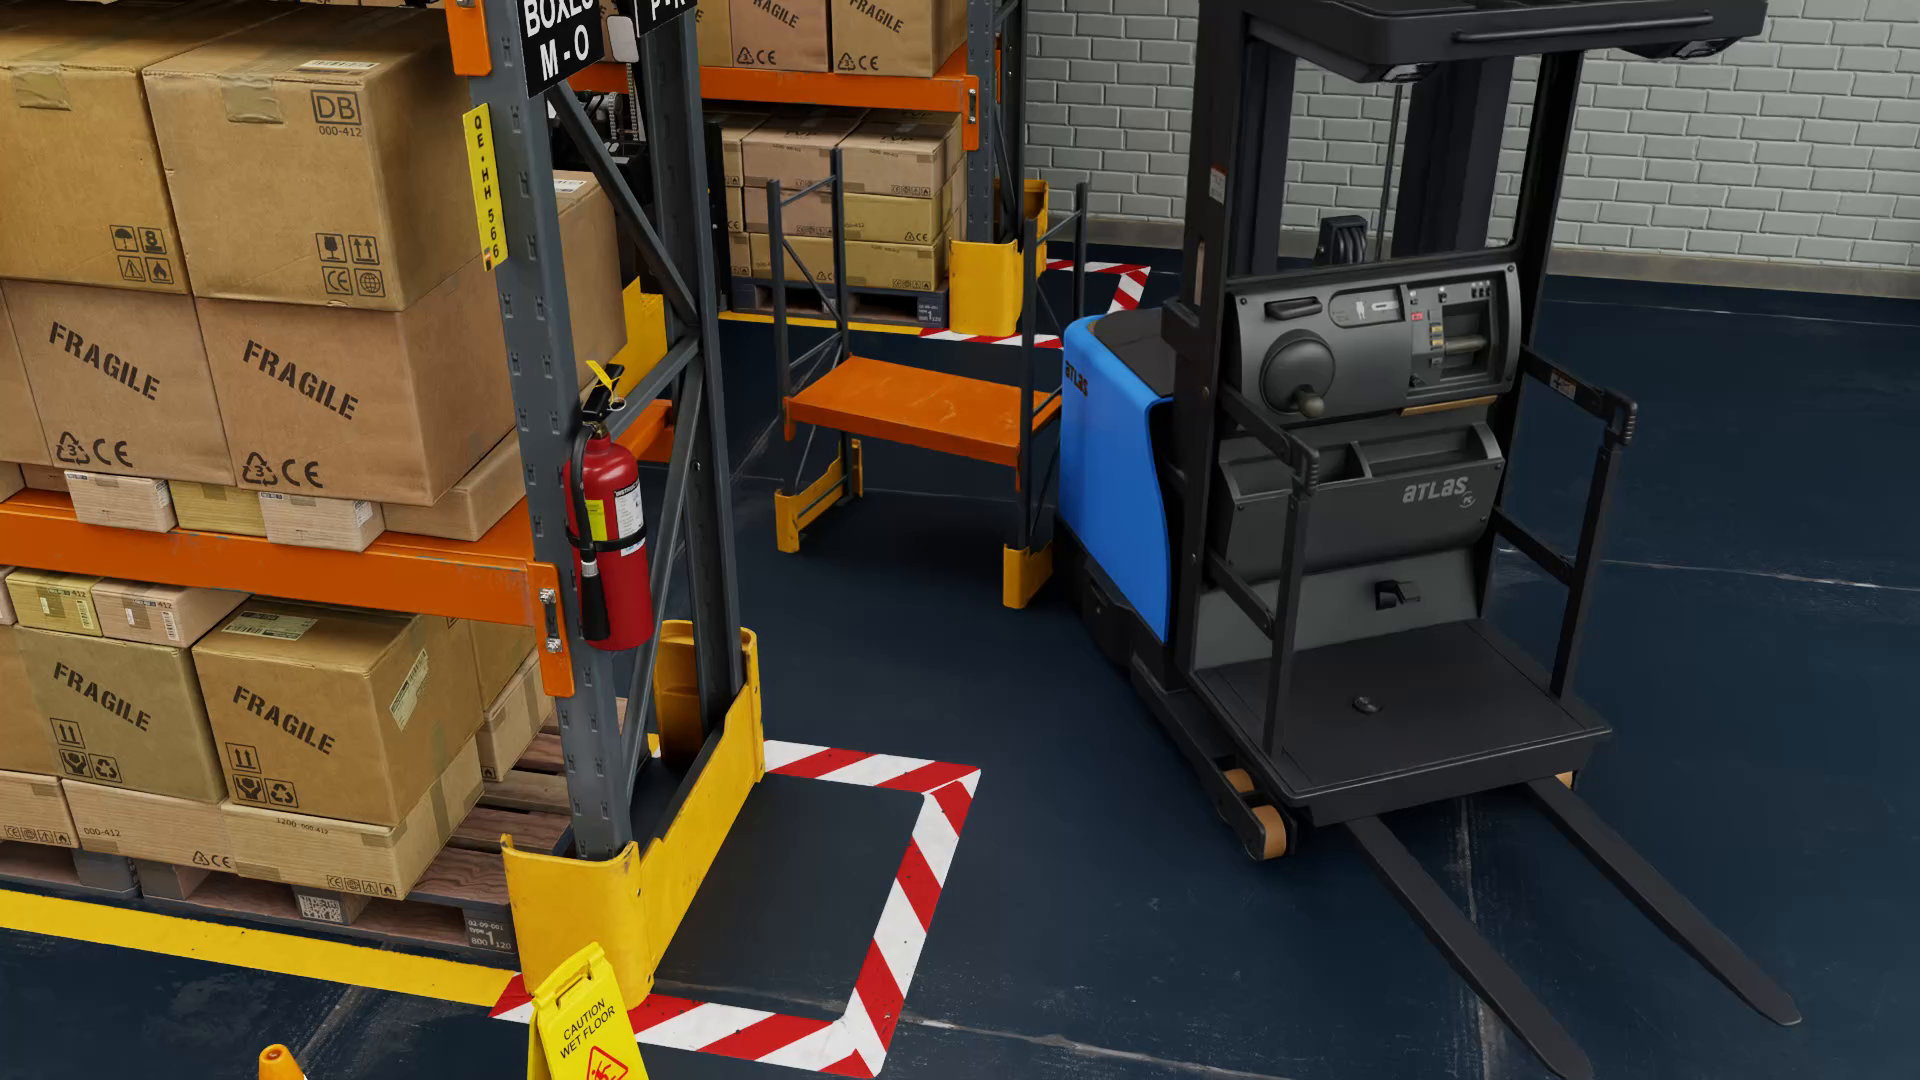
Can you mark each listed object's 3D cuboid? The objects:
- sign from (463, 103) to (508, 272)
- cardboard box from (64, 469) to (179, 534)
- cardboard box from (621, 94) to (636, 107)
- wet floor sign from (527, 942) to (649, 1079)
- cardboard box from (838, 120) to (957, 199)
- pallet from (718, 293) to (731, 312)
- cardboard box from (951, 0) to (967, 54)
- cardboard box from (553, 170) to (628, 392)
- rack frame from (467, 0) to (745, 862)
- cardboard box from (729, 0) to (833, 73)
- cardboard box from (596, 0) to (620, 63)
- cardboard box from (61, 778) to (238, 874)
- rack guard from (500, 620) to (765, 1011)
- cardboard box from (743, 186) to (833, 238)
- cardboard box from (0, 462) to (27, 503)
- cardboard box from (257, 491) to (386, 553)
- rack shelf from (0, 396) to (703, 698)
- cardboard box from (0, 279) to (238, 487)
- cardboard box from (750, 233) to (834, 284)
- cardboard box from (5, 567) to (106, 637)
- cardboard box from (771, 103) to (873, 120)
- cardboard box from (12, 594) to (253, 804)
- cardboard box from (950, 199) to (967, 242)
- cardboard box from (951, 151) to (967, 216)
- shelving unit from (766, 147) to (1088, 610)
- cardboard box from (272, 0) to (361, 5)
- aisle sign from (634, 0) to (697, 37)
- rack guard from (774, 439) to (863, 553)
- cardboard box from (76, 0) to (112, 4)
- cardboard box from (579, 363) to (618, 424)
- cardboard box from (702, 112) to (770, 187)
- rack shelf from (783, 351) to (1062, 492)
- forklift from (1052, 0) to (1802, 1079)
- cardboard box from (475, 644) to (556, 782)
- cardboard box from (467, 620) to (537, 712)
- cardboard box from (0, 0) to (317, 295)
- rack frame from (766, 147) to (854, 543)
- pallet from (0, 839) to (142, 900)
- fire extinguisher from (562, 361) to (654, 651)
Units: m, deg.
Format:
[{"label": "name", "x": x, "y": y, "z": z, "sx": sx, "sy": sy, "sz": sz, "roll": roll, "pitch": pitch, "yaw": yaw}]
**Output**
[{"label": "sign", "x": -0.970, "y": -0.720, "z": 3.406, "sx": 0.005, "sy": 0.325, "sz": 0.100, "roll": 6, "pitch": 29, "yaw": 11}, {"label": "cardboard box", "x": -2.021, "y": -0.179, "z": 4.216, "sx": 0.250, "sy": 0.149, "sz": 0.380, "roll": 6, "pitch": 29, "yaw": 11}, {"label": "cardboard box", "x": -1.709, "y": -2.375, "z": 9.350, "sx": 0.500, "sy": 0.250, "sz": 0.500, "roll": 5, "pitch": 29, "yaw": 10}, {"label": "wet floor sign", "x": -0.873, "y": 1.222, "z": 3.845, "sx": 0.232, "sy": 0.644, "sz": 0.267, "roll": 17, "pitch": 33, "yaw": 28}, {"label": "cardboard box", "x": -0.318, "y": -1.980, "z": 8.627, "sx": 0.500, "sy": 0.250, "sz": 0.500, "roll": 7, "pitch": 29, "yaw": 12}, {"label": "pallet", "x": -1.748, "y": -1.621, "z": 9.490, "sx": 1.213, "sy": 0.211, "sz": 1.003, "roll": 6, "pitch": 29, "yaw": 11}, {"label": "cardboard box", "x": -0.229, "y": -2.887, "z": 8.796, "sx": 0.500, "sy": 0.500, "sz": 0.500, "roll": 7, "pitch": 29, "yaw": 12}, {"label": "cardboard box", "x": -1.240, "y": -0.684, "z": 4.462, "sx": 0.500, "sy": 0.500, "sz": 0.500, "roll": 5, "pitch": 29, "yaw": 10}, {"label": "rack frame", "x": -0.835, "y": -0.332, "z": 4.233, "sx": 0.127, "sy": 3.000, "sz": 1.000, "roll": 6, "pitch": 29, "yaw": 11}, {"label": "cardboard box", "x": -0.844, "y": -2.690, "z": 8.435, "sx": 0.500, "sy": 0.500, "sz": 0.500, "roll": 7, "pitch": 29, "yaw": 12}, {"label": "cardboard box", "x": -1.839, "y": -2.786, "z": 8.611, "sx": 0.500, "sy": 0.500, "sz": 0.500, "roll": 6, "pitch": 29, "yaw": 11}, {"label": "cardboard box", "x": -2.187, "y": 0.680, "z": 4.811, "sx": 0.500, "sy": 0.250, "sz": 0.500, "roll": 6, "pitch": 29, "yaw": 11}, {"label": "rack guard", "x": -0.909, "y": 0.757, "z": 4.847, "sx": 0.348, "sy": 0.500, "sz": 1.175, "roll": 6, "pitch": 29, "yaw": 11}, {"label": "cardboard box", "x": -0.832, "y": -1.818, "z": 8.853, "sx": 0.500, "sy": 0.250, "sz": 0.500, "roll": 6, "pitch": 29, "yaw": 10}, {"label": "cardboard box", "x": -2.511, "y": -0.254, "z": 4.352, "sx": 0.250, "sy": 0.149, "sz": 0.380, "roll": 6, "pitch": 29, "yaw": 10}, {"label": "cardboard box", "x": -1.516, "y": -0.132, "z": 4.129, "sx": 0.250, "sy": 0.149, "sz": 0.380, "roll": 6, "pitch": 29, "yaw": 10}, {"label": "rack shelf", "x": -2.791, "y": -0.217, "z": 4.772, "sx": 4.000, "sy": 0.370, "sz": 1.077, "roll": 6, "pitch": 29, "yaw": 11}, {"label": "cardboard box", "x": -1.912, "y": -0.484, "z": 4.096, "sx": 0.500, "sy": 0.500, "sz": 0.500, "roll": 6, "pitch": 29, "yaw": 11}, {"label": "cardboard box", "x": -0.812, "y": -1.595, "z": 8.965, "sx": 0.500, "sy": 0.250, "sz": 0.500, "roll": 6, "pitch": 29, "yaw": 11}, {"label": "cardboard box", "x": -2.291, "y": 0.087, "z": 4.438, "sx": 0.250, "sy": 0.149, "sz": 0.380, "roll": 6, "pitch": 29, "yaw": 11}, {"label": "cardboard box", "x": -0.722, "y": -2.266, "z": 9.149, "sx": 0.500, "sy": 0.250, "sz": 0.500, "roll": 6, "pitch": 29, "yaw": 11}, {"label": "cardboard box", "x": -2.184, "y": 0.352, "z": 4.628, "sx": 0.500, "sy": 0.500, "sz": 0.500, "roll": 7, "pitch": 29, "yaw": 12}, {"label": "cardboard box", "x": -0.242, "y": -1.783, "z": 9.308, "sx": 0.500, "sy": 0.250, "sz": 0.500, "roll": 6, "pitch": 29, "yaw": 11}, {"label": "cardboard box", "x": -0.219, "y": -2.005, "z": 9.195, "sx": 0.500, "sy": 0.250, "sz": 0.500, "roll": 6, "pitch": 29, "yaw": 11}, {"label": "shelving unit", "x": -0.127, "y": -0.632, "z": 6.343, "sx": 1.083, "sy": 1.500, "sz": 0.587, "roll": 13, "pitch": 31, "yaw": 23}, {"label": "cardboard box", "x": -3.334, "y": -2.941, "z": 8.895, "sx": 0.500, "sy": 0.500, "sz": 0.500, "roll": 5, "pitch": 29, "yaw": 9}, {"label": "aisle sign", "x": -0.710, "y": -1.612, "z": 3.863, "sx": 0.004, "sy": 0.787, "sz": 0.394, "roll": 6, "pitch": 29, "yaw": 11}, {"label": "rack guard", "x": -0.574, "y": -0.189, "z": 6.835, "sx": 0.087, "sy": 0.250, "sz": 0.587, "roll": 13, "pitch": 31, "yaw": 23}, {"label": "cardboard box", "x": -4.754, "y": -2.974, "z": 9.215, "sx": 0.500, "sy": 0.250, "sz": 0.500, "roll": 6, "pitch": 29, "yaw": 10}, {"label": "cardboard box", "x": -1.124, "y": -0.353, "z": 4.533, "sx": 0.250, "sy": 0.149, "sz": 0.380, "roll": 6, "pitch": 29, "yaw": 11}, {"label": "cardboard box", "x": -1.314, "y": -2.074, "z": 8.800, "sx": 0.500, "sy": 0.250, "sz": 0.500, "roll": 6, "pitch": 29, "yaw": 11}, {"label": "rack shelf", "x": -0.119, "y": -0.472, "z": 6.426, "sx": 1.000, "sy": 0.185, "sz": 0.538, "roll": 13, "pitch": 31, "yaw": 23}, {"label": "forklift", "x": 1.297, "y": -0.542, "z": 4.687, "sx": 1.130, "sy": 2.935, "sz": 3.031, "roll": -9, "pitch": 30, "yaw": -16}, {"label": "cardboard box", "x": -1.566, "y": 0.479, "z": 5.177, "sx": 0.500, "sy": 0.250, "sz": 0.500, "roll": 6, "pitch": 29, "yaw": 10}, {"label": "cardboard box", "x": -1.589, "y": 0.148, "z": 5.001, "sx": 0.500, "sy": 0.500, "sz": 0.500, "roll": 5, "pitch": 29, "yaw": 9}, {"label": "cardboard box", "x": -1.874, "y": -0.948, "z": 3.902, "sx": 0.500, "sy": 0.500, "sz": 0.700, "roll": 6, "pitch": 29, "yaw": 11}, {"label": "rack frame", "x": -0.575, "y": -0.737, "z": 6.535, "sx": 0.032, "sy": 1.500, "sz": 0.500, "roll": 13, "pitch": 31, "yaw": 23}, {"label": "pallet", "x": -2.886, "y": 0.662, "z": 5.321, "sx": 1.213, "sy": 0.211, "sz": 1.003, "roll": 6, "pitch": 29, "yaw": 11}, {"label": "fire extinguisher", "x": -0.819, "y": -0.070, "z": 3.835, "sx": 0.183, "sy": 0.674, "sz": 0.296, "roll": 6, "pitch": 29, "yaw": 11}]
